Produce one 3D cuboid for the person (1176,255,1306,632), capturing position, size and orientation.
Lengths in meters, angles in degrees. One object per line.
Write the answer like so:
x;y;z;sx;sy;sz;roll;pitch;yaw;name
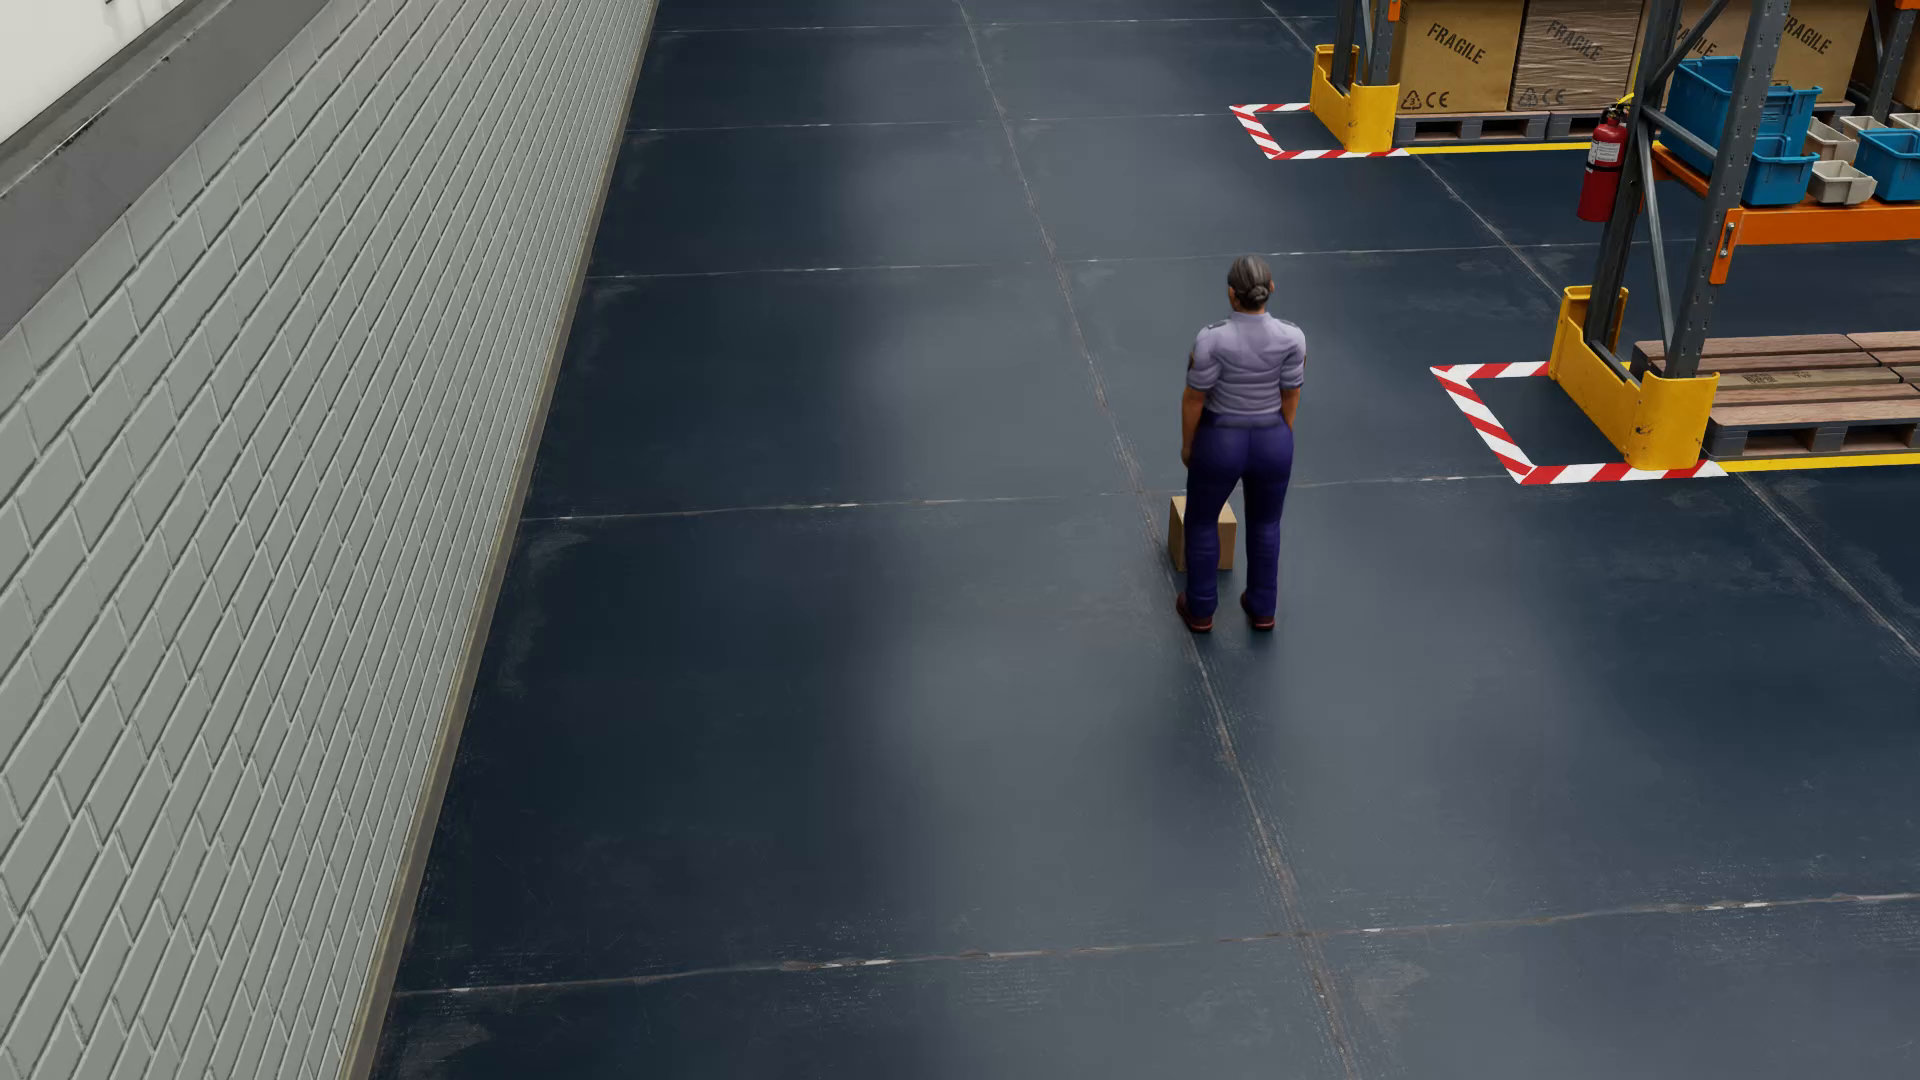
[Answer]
1.120;-0.371;6.773;0.473;1.643;0.340;-2;31;-4;person
